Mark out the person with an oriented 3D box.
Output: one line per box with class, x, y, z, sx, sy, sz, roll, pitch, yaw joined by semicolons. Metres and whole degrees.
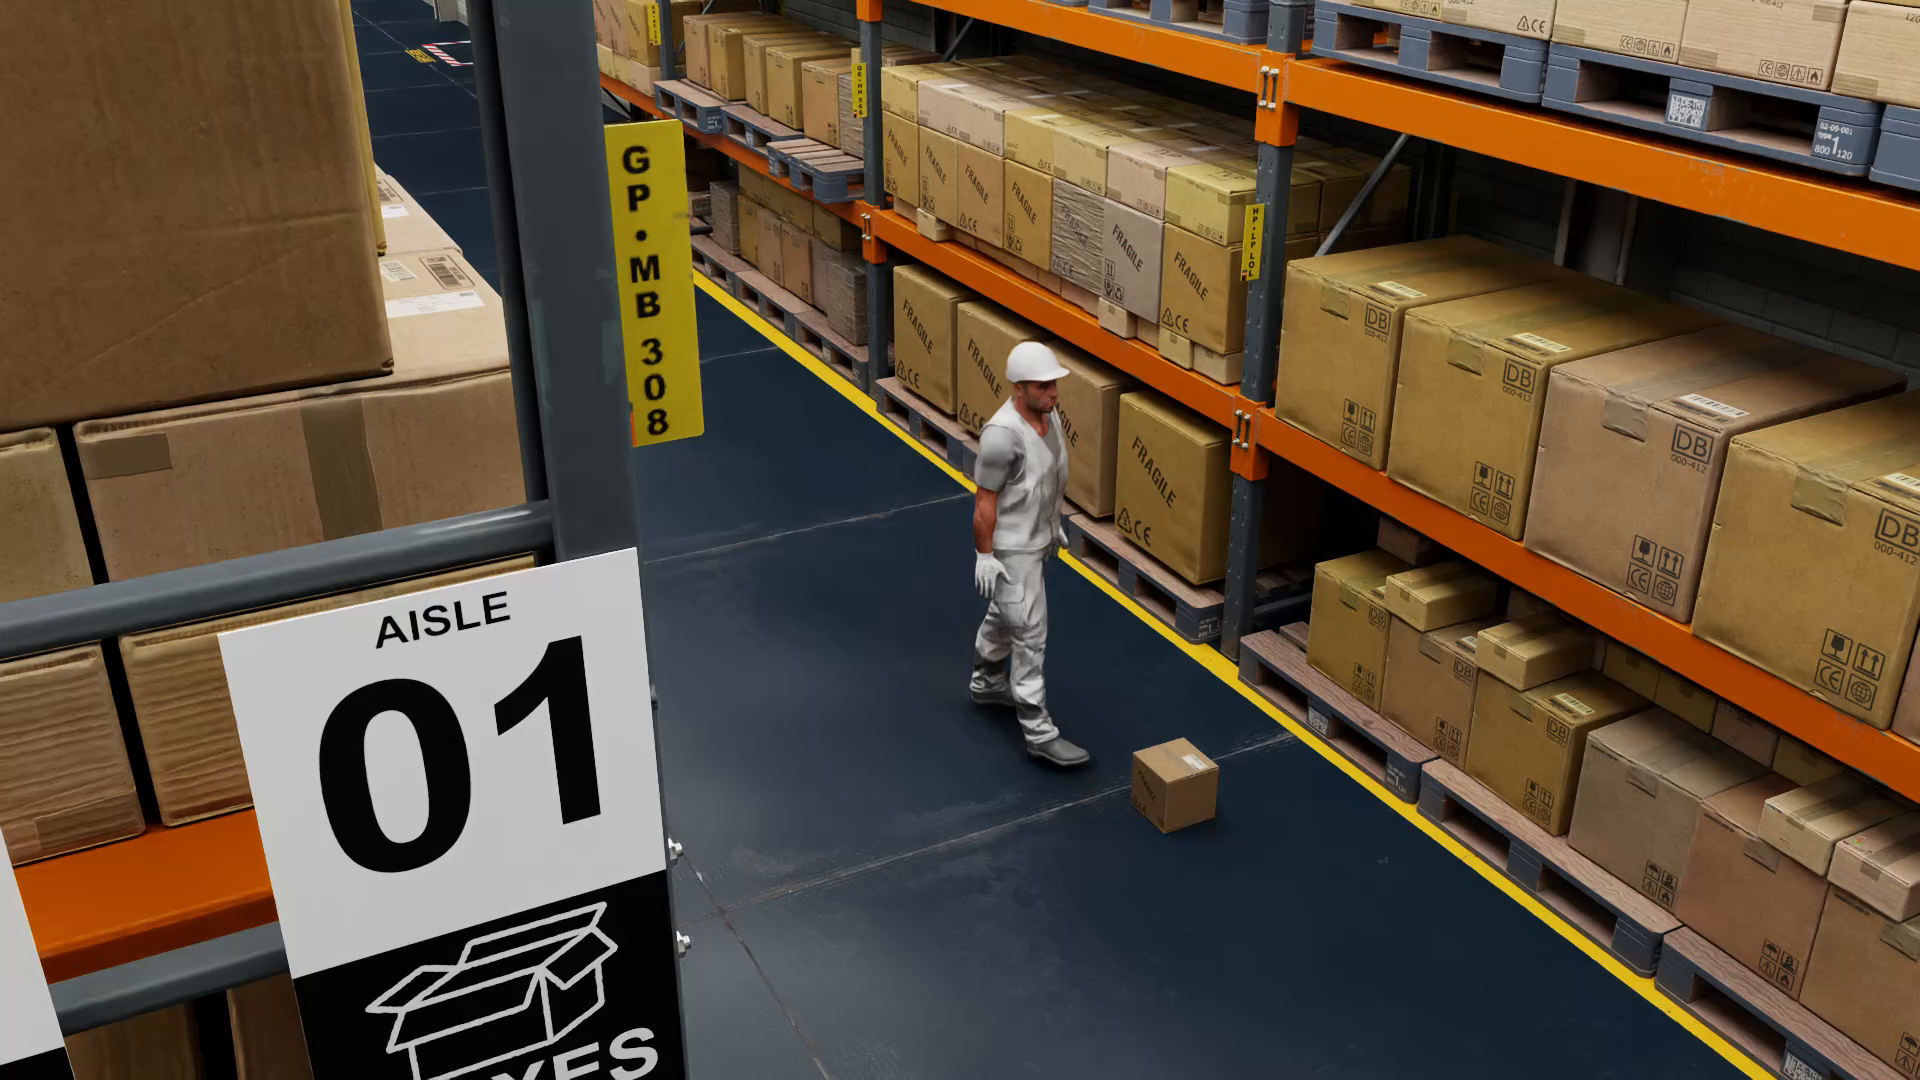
person;0.334;0.020;7.006;0.705;1.772;0.613;12;28;23
